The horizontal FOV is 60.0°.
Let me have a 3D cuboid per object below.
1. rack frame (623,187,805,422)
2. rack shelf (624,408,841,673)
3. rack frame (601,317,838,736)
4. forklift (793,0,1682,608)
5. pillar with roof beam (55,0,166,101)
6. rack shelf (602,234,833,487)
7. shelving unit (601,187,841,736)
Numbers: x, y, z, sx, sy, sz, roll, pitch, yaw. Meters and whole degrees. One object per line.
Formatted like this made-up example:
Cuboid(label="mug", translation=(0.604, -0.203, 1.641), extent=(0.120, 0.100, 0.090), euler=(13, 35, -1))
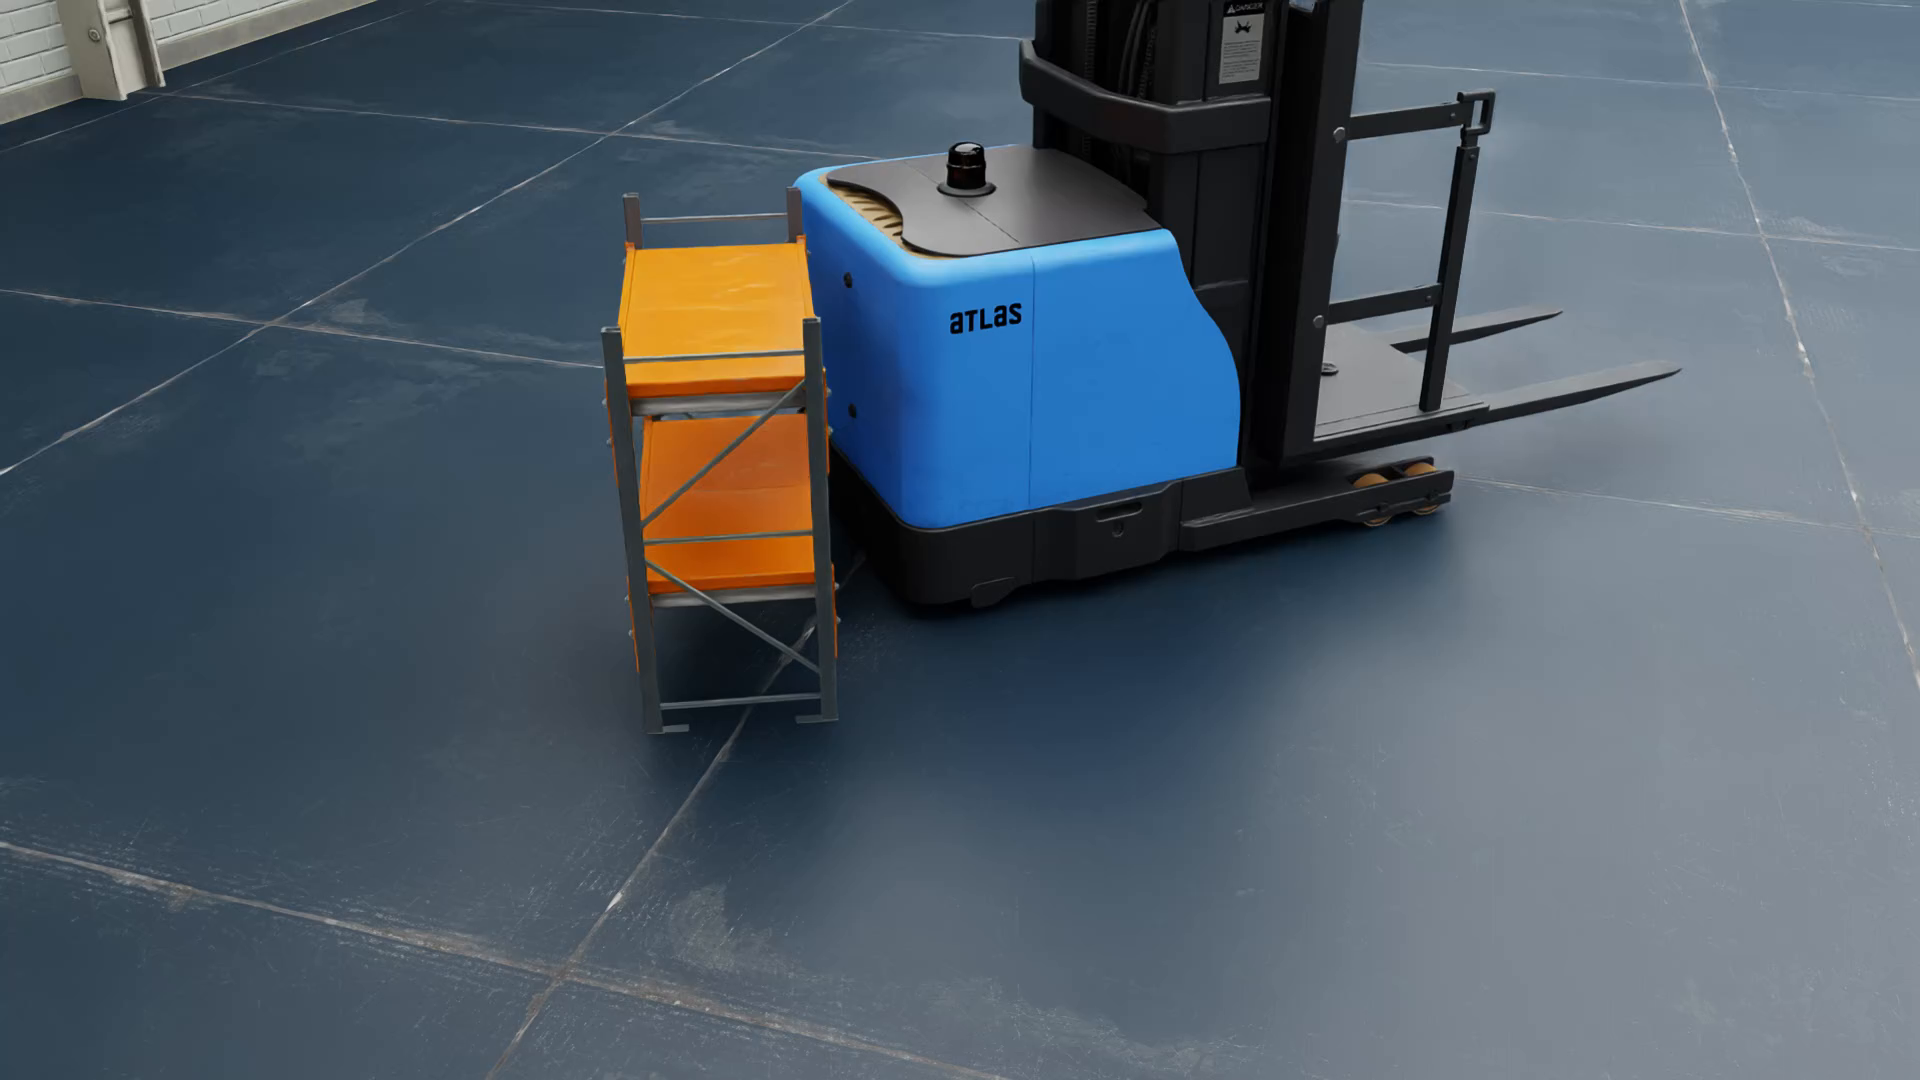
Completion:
Cuboid(label="rack frame", translation=(-0.701, -0.494, 4.981), extent=(0.500, 1.125, 0.032), euler=(-4, 29, -6))
Cuboid(label="rack shelf", translation=(-0.636, -0.035, 4.659), extent=(0.538, 0.278, 1.000), euler=(-4, 29, -6))
Cuboid(label="rack frame", translation=(-0.571, -0.004, 4.100), extent=(0.500, 1.125, 0.032), euler=(-4, 29, -6))
Cuboid(label="forklift", translation=(1.040, -1.546, 5.014), extent=(3.031, 2.935, 1.130), euler=(-12, 31, -21))
Cuboid(label="pillar with roof beam", translation=(-1.017, -6.072, 6.909), extent=(9.100, 9.000, 0.400), euler=(8, 30, 15))
Cuboid(label="rack shelf", translation=(-0.636, -0.505, 4.398), extent=(0.538, 0.278, 1.000), euler=(-4, 29, -6))
Cuboid(label="shelving unit", translation=(-0.636, -0.249, 4.540), extent=(0.538, 1.125, 1.048), euler=(-4, 29, -6))
